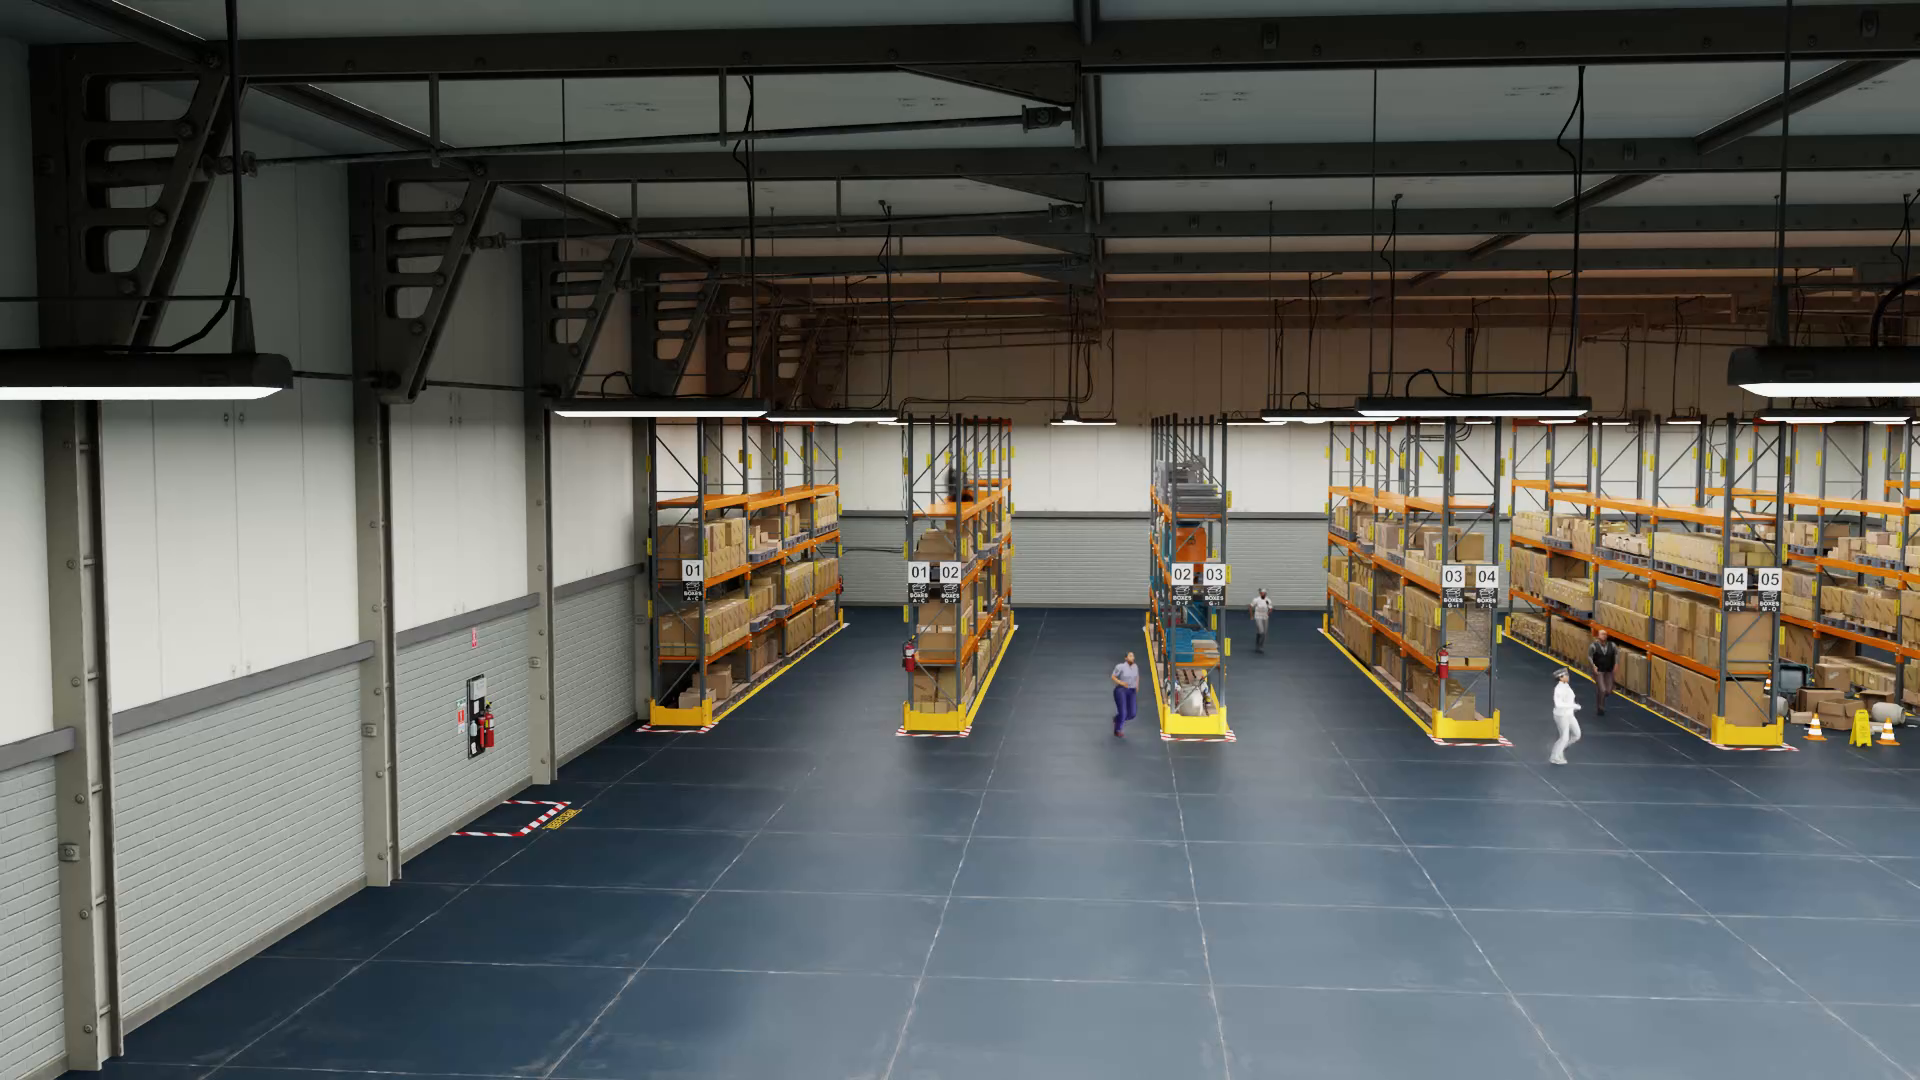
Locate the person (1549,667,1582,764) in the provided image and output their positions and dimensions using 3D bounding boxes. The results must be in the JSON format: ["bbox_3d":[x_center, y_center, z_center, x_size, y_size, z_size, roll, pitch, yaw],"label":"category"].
[{"bbox_3d":[10.315,2.980,28.235,0.562,1.656,0.601,3,5,40],"label":"person"}]

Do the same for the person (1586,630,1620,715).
[{"bbox_3d":[12.902,2.640,33.408,0.668,1.703,0.651,0,4,7],"label":"person"}]

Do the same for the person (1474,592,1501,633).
[{"bbox_3d":[13.760,1.907,43.392,0.665,1.842,0.801,0,4,1],"label":"person"}]

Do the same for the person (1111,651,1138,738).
[{"bbox_3d":[3.106,2.857,30.942,0.629,1.595,0.593,-2,4,-26],"label":"person"}]

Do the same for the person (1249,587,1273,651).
[{"bbox_3d":[7.713,2.027,42.497,0.542,1.641,0.726,-1,4,-9],"label":"person"}]
